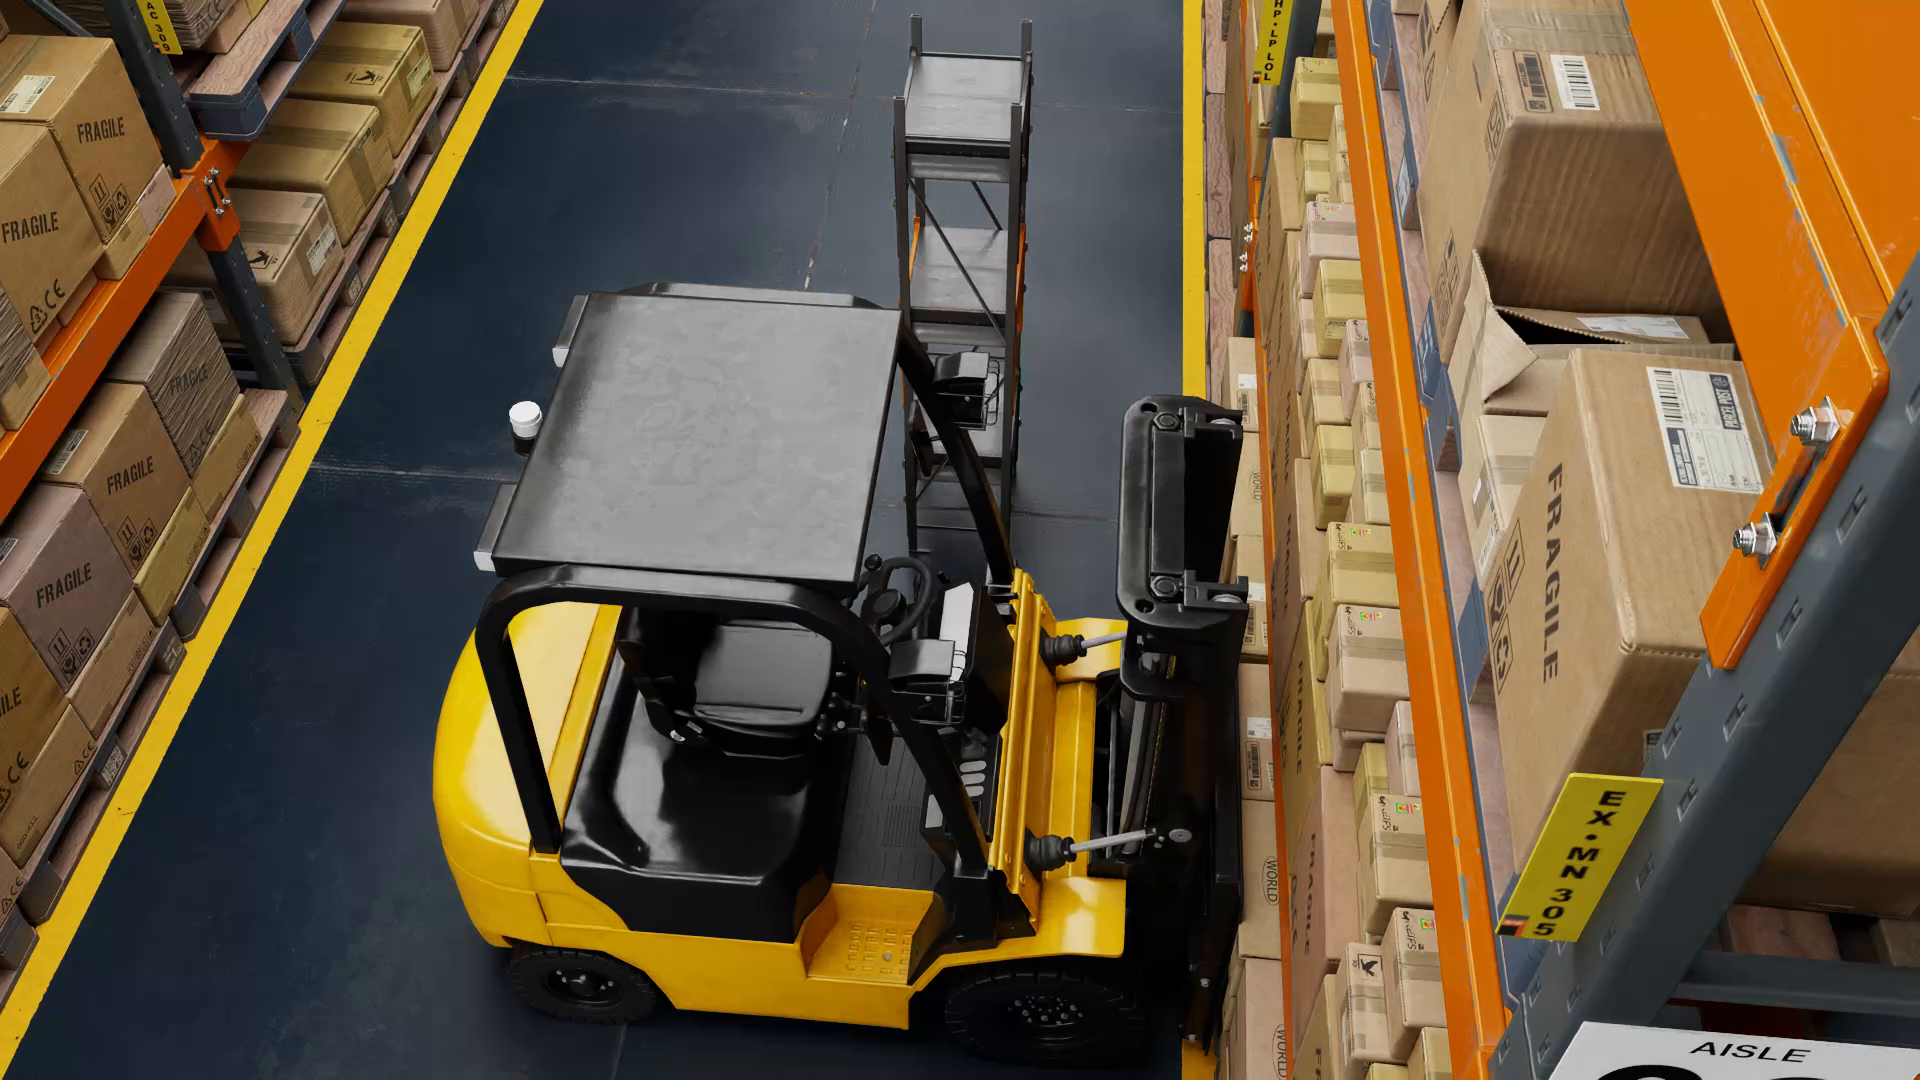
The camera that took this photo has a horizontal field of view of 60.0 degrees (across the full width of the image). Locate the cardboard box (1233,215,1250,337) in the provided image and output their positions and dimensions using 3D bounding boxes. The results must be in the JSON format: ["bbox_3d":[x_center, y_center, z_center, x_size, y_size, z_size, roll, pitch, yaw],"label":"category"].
[{"bbox_3d":[1.613,-0.980,6.938,0.875,0.625,0.625,6,48,5],"label":"cardboard box"}]

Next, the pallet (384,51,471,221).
[{"bbox_3d":[-3.188,-2.117,8.543,1.003,0.211,1.213,4,48,4],"label":"pallet"}]

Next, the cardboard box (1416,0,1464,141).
[{"bbox_3d":[1.295,-1.054,3.226,0.797,0.503,0.637,5,48,5],"label":"cardboard box"}]

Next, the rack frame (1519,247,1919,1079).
[{"bbox_3d":[1.213,-0.341,0.964,1.000,3.000,0.127,4,48,4],"label":"rack frame"}]

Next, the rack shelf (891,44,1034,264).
[{"bbox_3d":[0.015,-1.294,5.580,0.431,0.518,0.480,4,48,4],"label":"rack shelf"}]

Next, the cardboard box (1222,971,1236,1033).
[{"bbox_3d":[1.028,1.174,4.884,0.500,0.250,0.500,3,48,3],"label":"cardboard box"}]

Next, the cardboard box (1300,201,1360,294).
[{"bbox_3d":[1.179,-0.826,4.764,0.380,0.149,0.250,5,48,4],"label":"cardboard box"}]

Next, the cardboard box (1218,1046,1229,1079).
[{"bbox_3d":[0.995,1.739,4.706,0.500,0.250,0.500,4,48,4],"label":"cardboard box"}]

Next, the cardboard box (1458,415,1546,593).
[{"bbox_3d":[0.986,-0.049,2.547,0.380,0.149,0.250,3,48,2],"label":"cardboard box"}]

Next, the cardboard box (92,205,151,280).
[{"bbox_3d":[-3.108,-1.061,5.858,0.380,0.149,0.250,5,48,4],"label":"cardboard box"}]

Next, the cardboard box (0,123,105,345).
[{"bbox_3d":[-3.199,-0.999,5.361,0.500,0.500,0.500,5,48,5],"label":"cardboard box"}]

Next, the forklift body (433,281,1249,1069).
[{"bbox_3d":[-0.431,0.454,4.877,2.313,2.155,1.214,4,48,4],"label":"forklift body"}]

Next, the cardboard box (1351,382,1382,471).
[{"bbox_3d":[1.209,-0.258,4.244,0.380,0.149,0.250,4,48,4],"label":"cardboard box"}]

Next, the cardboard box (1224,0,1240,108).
[{"bbox_3d":[1.819,-2.597,8.417,0.875,0.625,0.625,5,48,5],"label":"cardboard box"}]

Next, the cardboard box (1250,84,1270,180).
[{"bbox_3d":[1.362,-1.593,6.276,0.500,0.250,0.500,5,48,4],"label":"cardboard box"}]

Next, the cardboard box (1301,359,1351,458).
[{"bbox_3d":[1.141,-0.353,4.533,0.380,0.149,0.250,2,48,2],"label":"cardboard box"}]

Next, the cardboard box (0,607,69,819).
[{"bbox_3d":[-3.283,0.542,5.292,0.500,0.500,0.500,5,48,4],"label":"cardboard box"}]

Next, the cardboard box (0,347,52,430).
[{"bbox_3d":[-3.181,-0.498,5.343,0.380,0.149,0.250,3,48,3],"label":"cardboard box"}]

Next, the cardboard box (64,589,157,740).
[{"bbox_3d":[-3.242,0.417,5.914,0.500,0.250,0.500,5,48,4],"label":"cardboard box"}]

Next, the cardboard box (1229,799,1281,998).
[{"bbox_3d":[1.021,1.026,4.680,0.500,0.250,0.500,4,48,4],"label":"cardboard box"}]

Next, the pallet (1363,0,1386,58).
[{"bbox_3d":[1.525,-1.610,4.217,1.003,0.211,1.213,4,48,4],"label":"pallet"}]

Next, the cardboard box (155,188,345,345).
[{"bbox_3d":[-3.321,-1.227,7.336,0.950,0.372,0.625,4,48,4],"label":"cardboard box"}]

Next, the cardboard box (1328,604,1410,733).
[{"bbox_3d":[1.034,0.299,3.735,0.380,0.149,0.250,5,48,4],"label":"cardboard box"}]

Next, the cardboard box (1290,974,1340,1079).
[{"bbox_3d":[0.996,1.271,3.487,0.500,0.500,0.500,3,48,3],"label":"cardboard box"}]

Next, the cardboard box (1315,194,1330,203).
[{"bbox_3d":[1.268,-0.908,5.040,0.380,0.149,0.250,4,48,3],"label":"cardboard box"}]

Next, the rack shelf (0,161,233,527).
[{"bbox_3d":[-3.549,0.126,5.090,1.077,0.370,4.000,4,48,4],"label":"rack shelf"}]

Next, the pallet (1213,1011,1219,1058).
[{"bbox_3d":[1.354,1.166,5.540,1.003,0.211,1.213,4,48,4],"label":"pallet"}]

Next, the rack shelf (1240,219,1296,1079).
[{"bbox_3d":[1.395,0.457,4.787,1.077,0.370,4.000,4,48,4],"label":"rack shelf"}]

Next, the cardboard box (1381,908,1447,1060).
[{"bbox_3d":[1.027,0.870,3.213,0.380,0.149,0.250,4,48,4],"label":"cardboard box"}]

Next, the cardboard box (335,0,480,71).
[{"bbox_3d":[-3.122,-2.824,8.796,0.950,0.372,0.625,3,48,3],"label":"cardboard box"}]

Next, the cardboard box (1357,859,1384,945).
[{"bbox_3d":[1.043,0.781,3.495,0.380,0.149,0.250,5,48,4],"label":"cardboard box"}]

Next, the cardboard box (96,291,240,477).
[{"bbox_3d":[-3.153,-0.601,6.337,0.500,0.500,0.500,3,48,3],"label":"cardboard box"}]

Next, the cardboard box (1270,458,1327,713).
[{"bbox_3d":[1.134,0.143,4.518,0.500,0.500,0.500,4,48,4],"label":"cardboard box"}]

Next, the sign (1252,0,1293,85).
[{"bbox_3d":[1.036,-1.649,5.494,0.100,0.325,0.005,4,48,4],"label":"sign"}]

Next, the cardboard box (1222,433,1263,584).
[{"bbox_3d":[1.164,-0.097,5.707,0.500,0.250,0.500,4,48,4],"label":"cardboard box"}]

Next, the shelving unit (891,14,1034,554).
[{"bbox_3d":[0.015,-0.830,6.086,0.431,2.100,0.503,4,48,4],"label":"shelving unit"}]

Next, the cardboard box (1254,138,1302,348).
[{"bbox_3d":[1.277,-0.981,5.547,0.500,0.500,0.500,3,48,2],"label":"cardboard box"}]

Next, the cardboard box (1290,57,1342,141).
[{"bbox_3d":[1.253,-1.394,5.284,0.380,0.149,0.250,5,48,4],"label":"cardboard box"}]

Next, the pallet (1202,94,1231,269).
[{"bbox_3d":[1.714,-1.758,8.214,1.003,0.211,1.213,4,48,4],"label":"pallet"}]

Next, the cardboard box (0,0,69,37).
[{"bbox_3d":[-3.553,-2.217,6.191,0.500,0.500,0.500,3,48,3],"label":"cardboard box"}]

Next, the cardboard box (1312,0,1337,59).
[{"bbox_3d":[1.387,-1.774,5.833,0.380,0.149,0.250,5,48,5],"label":"cardboard box"}]

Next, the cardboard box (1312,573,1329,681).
[{"bbox_3d":[1.058,0.213,4.015,0.380,0.149,0.250,4,48,4],"label":"cardboard box"}]

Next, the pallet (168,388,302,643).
[{"bbox_3d":[-3.392,-0.150,6.744,1.003,0.211,1.213,4,48,4],"label":"pallet"}]
